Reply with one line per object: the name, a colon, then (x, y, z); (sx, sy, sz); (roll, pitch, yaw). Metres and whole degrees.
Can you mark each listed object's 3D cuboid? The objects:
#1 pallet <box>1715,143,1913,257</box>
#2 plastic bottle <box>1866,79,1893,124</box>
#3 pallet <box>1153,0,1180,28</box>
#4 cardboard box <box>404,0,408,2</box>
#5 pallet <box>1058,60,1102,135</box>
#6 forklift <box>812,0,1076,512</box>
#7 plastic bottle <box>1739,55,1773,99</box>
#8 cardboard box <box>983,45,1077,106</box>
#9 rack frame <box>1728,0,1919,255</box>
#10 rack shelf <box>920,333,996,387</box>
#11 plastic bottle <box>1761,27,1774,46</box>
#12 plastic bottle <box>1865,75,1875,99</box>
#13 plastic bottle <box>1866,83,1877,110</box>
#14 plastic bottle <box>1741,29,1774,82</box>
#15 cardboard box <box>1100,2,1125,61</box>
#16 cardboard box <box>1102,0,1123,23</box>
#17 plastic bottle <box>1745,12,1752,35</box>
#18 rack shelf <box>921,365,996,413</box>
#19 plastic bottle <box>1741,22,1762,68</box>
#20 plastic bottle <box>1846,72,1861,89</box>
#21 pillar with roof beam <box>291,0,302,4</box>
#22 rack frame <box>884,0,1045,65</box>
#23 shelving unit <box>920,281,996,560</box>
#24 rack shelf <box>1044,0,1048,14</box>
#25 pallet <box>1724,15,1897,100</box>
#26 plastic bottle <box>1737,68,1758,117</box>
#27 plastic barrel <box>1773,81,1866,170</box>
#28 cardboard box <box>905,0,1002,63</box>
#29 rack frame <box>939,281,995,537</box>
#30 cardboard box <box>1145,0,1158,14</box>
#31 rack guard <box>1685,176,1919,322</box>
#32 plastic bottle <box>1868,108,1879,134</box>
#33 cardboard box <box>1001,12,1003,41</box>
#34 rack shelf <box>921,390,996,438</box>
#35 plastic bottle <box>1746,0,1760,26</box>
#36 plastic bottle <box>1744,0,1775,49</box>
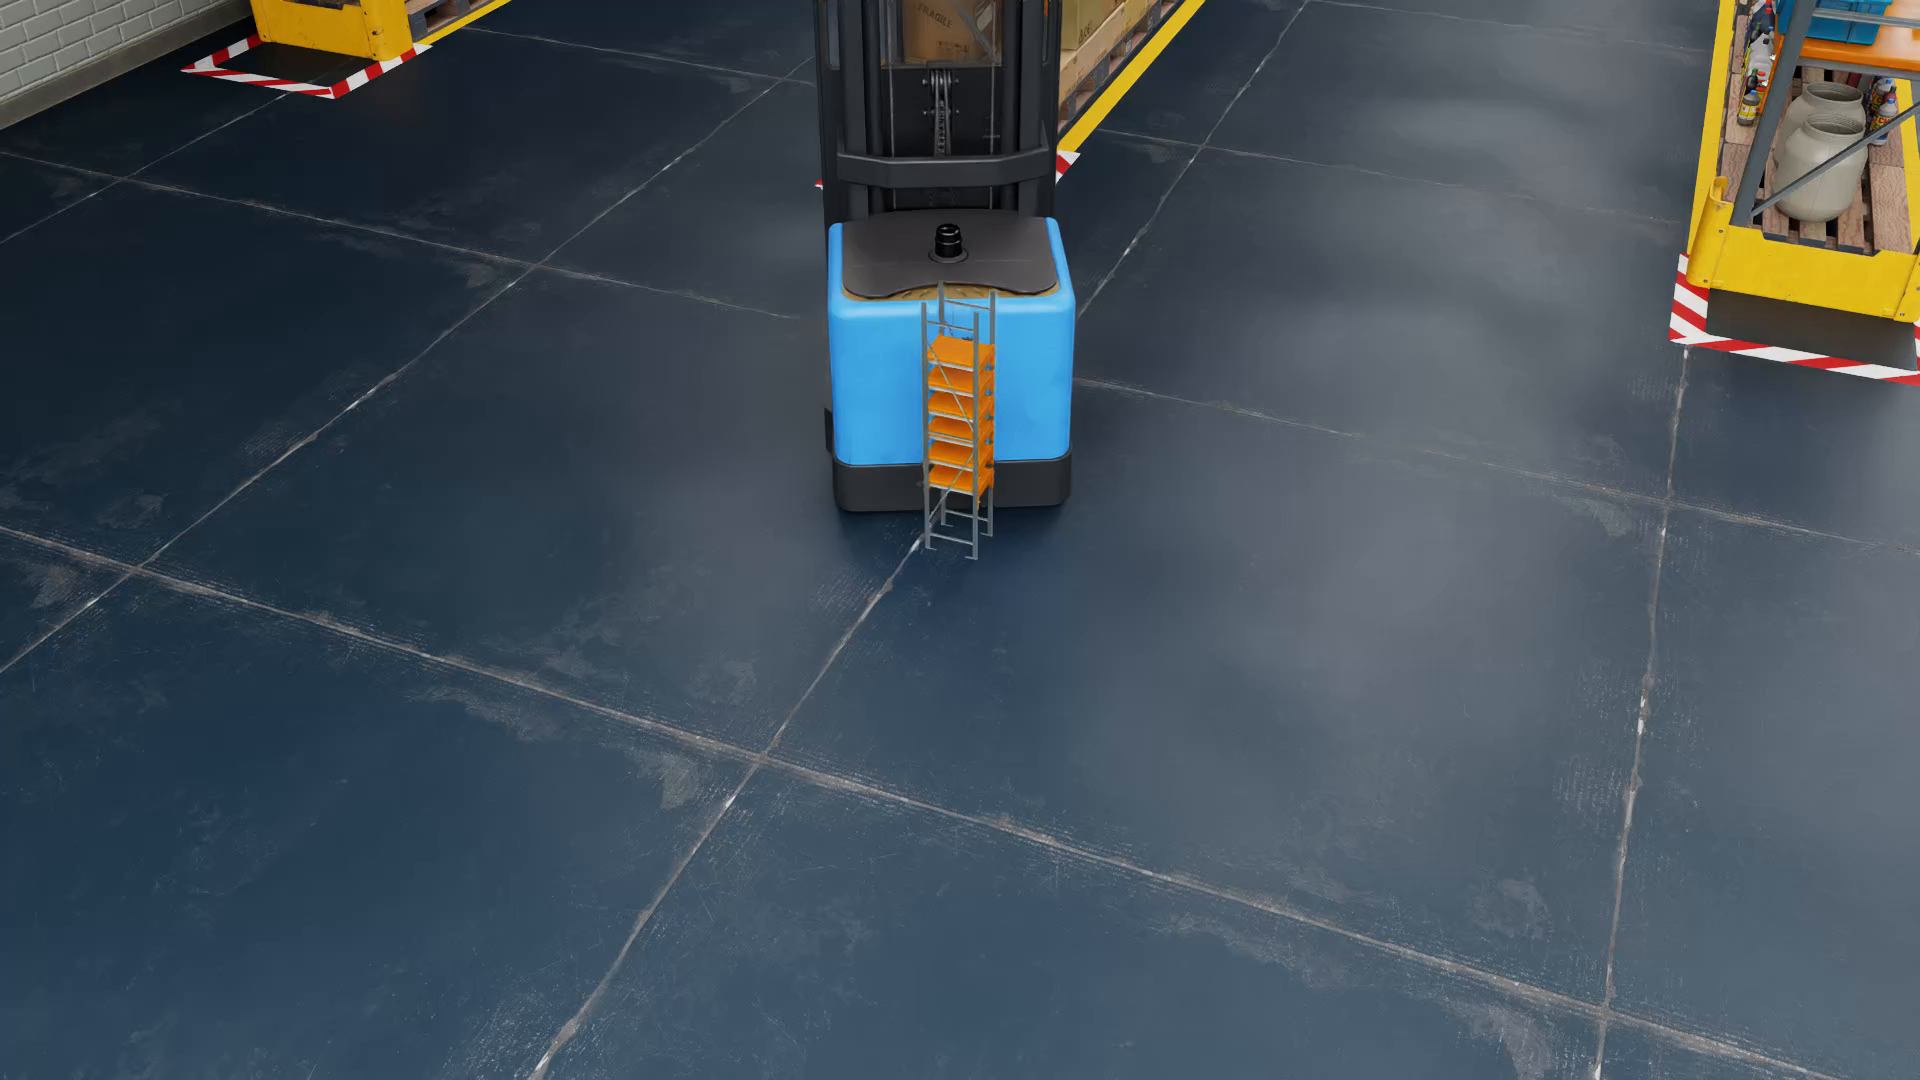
pallet: (4.900, -1.899, 9.614); (1.003, 0.211, 1.213); (14, 39, 18)
plastic bottle: (5.709, -2.720, 10.295); (0.097, 0.271, 0.097); (0, 37, 0)
pallet: (1.202, -4.312, 12.842); (1.003, 0.211, 1.213); (14, 39, 18)
cardboard box: (-4.215, -4.233, 12.286); (0.500, 0.311, 0.500); (10, 38, 13)
pallet: (0.274, -2.961, 11.035); (1.003, 0.211, 1.213); (14, 39, 18)
forklift: (-0.112, -2.158, 7.689); (1.130, 2.935, 3.031); (-2, 37, -3)
plastic bottle: (5.068, -2.926, 10.567); (0.152, 0.276, 0.135); (13, 39, 16)
cardboard box: (0.431, -2.958, 10.648); (0.500, 0.250, 0.500); (14, 39, 18)
rack frame: (4.601, -2.514, 8.108); (1.000, 3.000, 0.127); (14, 39, 18)
rack shelf: (-0.006, -0.725, 6.690); (0.258, 0.103, 0.180); (13, 39, 17)
plastic bottle: (5.339, -3.266, 11.025); (0.097, 0.271, 0.097); (0, 37, 0)
plastic bottle: (5.863, -2.916, 10.616); (0.097, 0.201, 0.097); (0, 37, 0)
plastic bottle: (5.785, -2.803, 10.464); (0.097, 0.201, 0.097); (0, 37, 0)
plastic bottle: (5.198, -3.152, 10.807); (0.144, 0.351, 0.185); (14, 39, 17)
cardboard box: (0.809, -3.512, 11.389); (0.500, 0.250, 0.500); (14, 39, 18)
cardboard box: (0.798, -3.815, 11.168); (0.500, 0.500, 0.500); (14, 39, 18)
plastic bottle: (5.519, -3.595, 11.524); (0.097, 0.201, 0.097); (0, 37, 0)
rack shelf: (-0.005, -0.629, 6.761); (0.258, 0.103, 0.180); (13, 39, 17)
plastic bottle: (5.259, -3.278, 11.032); (0.061, 0.283, 0.133); (16, 40, 20)
plastic bottle: (5.784, -3.045, 10.719); (0.061, 0.283, 0.133); (14, 39, 18)
pillar with roof beam: (-1.114, -6.778, 8.802); (9.100, 9.000, 0.400); (14, 39, 18)
rack frame: (0.021, -3.645, 9.621); (1.000, 3.000, 0.127); (14, 39, 18)
shelving unit: (-0.005, -0.472, 6.878); (0.258, 1.200, 0.189); (13, 39, 17)
rack shelf: (0.782, -4.464, 11.318); (1.077, 0.370, 4.000); (14, 39, 18)
pallet: (5.829, -3.250, 11.421); (1.003, 0.211, 1.213); (14, 39, 18)
plastic bottle: (4.922, -2.788, 10.376); (0.061, 0.283, 0.133); (15, 39, 19)
plastic barrel: (4.971, -2.345, 9.610); (0.421, 0.512, 0.421); (0, 37, 0)
cardboard box: (-0.050, -3.377, 10.582); (0.500, 0.500, 0.500); (14, 39, 18)
rack frame: (0.028, -0.523, 6.946); (0.240, 1.200, 0.006); (13, 39, 17)
cardboard box: (1.193, -4.065, 12.129); (0.500, 0.250, 0.500); (14, 39, 18)
rack guard: (4.586, -1.566, 8.927); (1.175, 0.500, 0.348); (14, 39, 18)
plastic bottle: (5.618, -2.560, 10.139); (0.097, 0.201, 0.097); (0, 37, 0)
cardboard box: (0.131, -3.355, 11.180); (0.500, 0.250, 0.500); (14, 39, 18)
rack shelf: (-0.005, -0.532, 6.833); (0.258, 0.103, 0.180); (13, 39, 17)
plastic bottle: (5.596, -3.736, 11.654); (0.097, 0.271, 0.097); (0, 37, 0)
plastic bottle: (5.432, -3.492, 11.261); (0.144, 0.351, 0.185); (15, 39, 19)
